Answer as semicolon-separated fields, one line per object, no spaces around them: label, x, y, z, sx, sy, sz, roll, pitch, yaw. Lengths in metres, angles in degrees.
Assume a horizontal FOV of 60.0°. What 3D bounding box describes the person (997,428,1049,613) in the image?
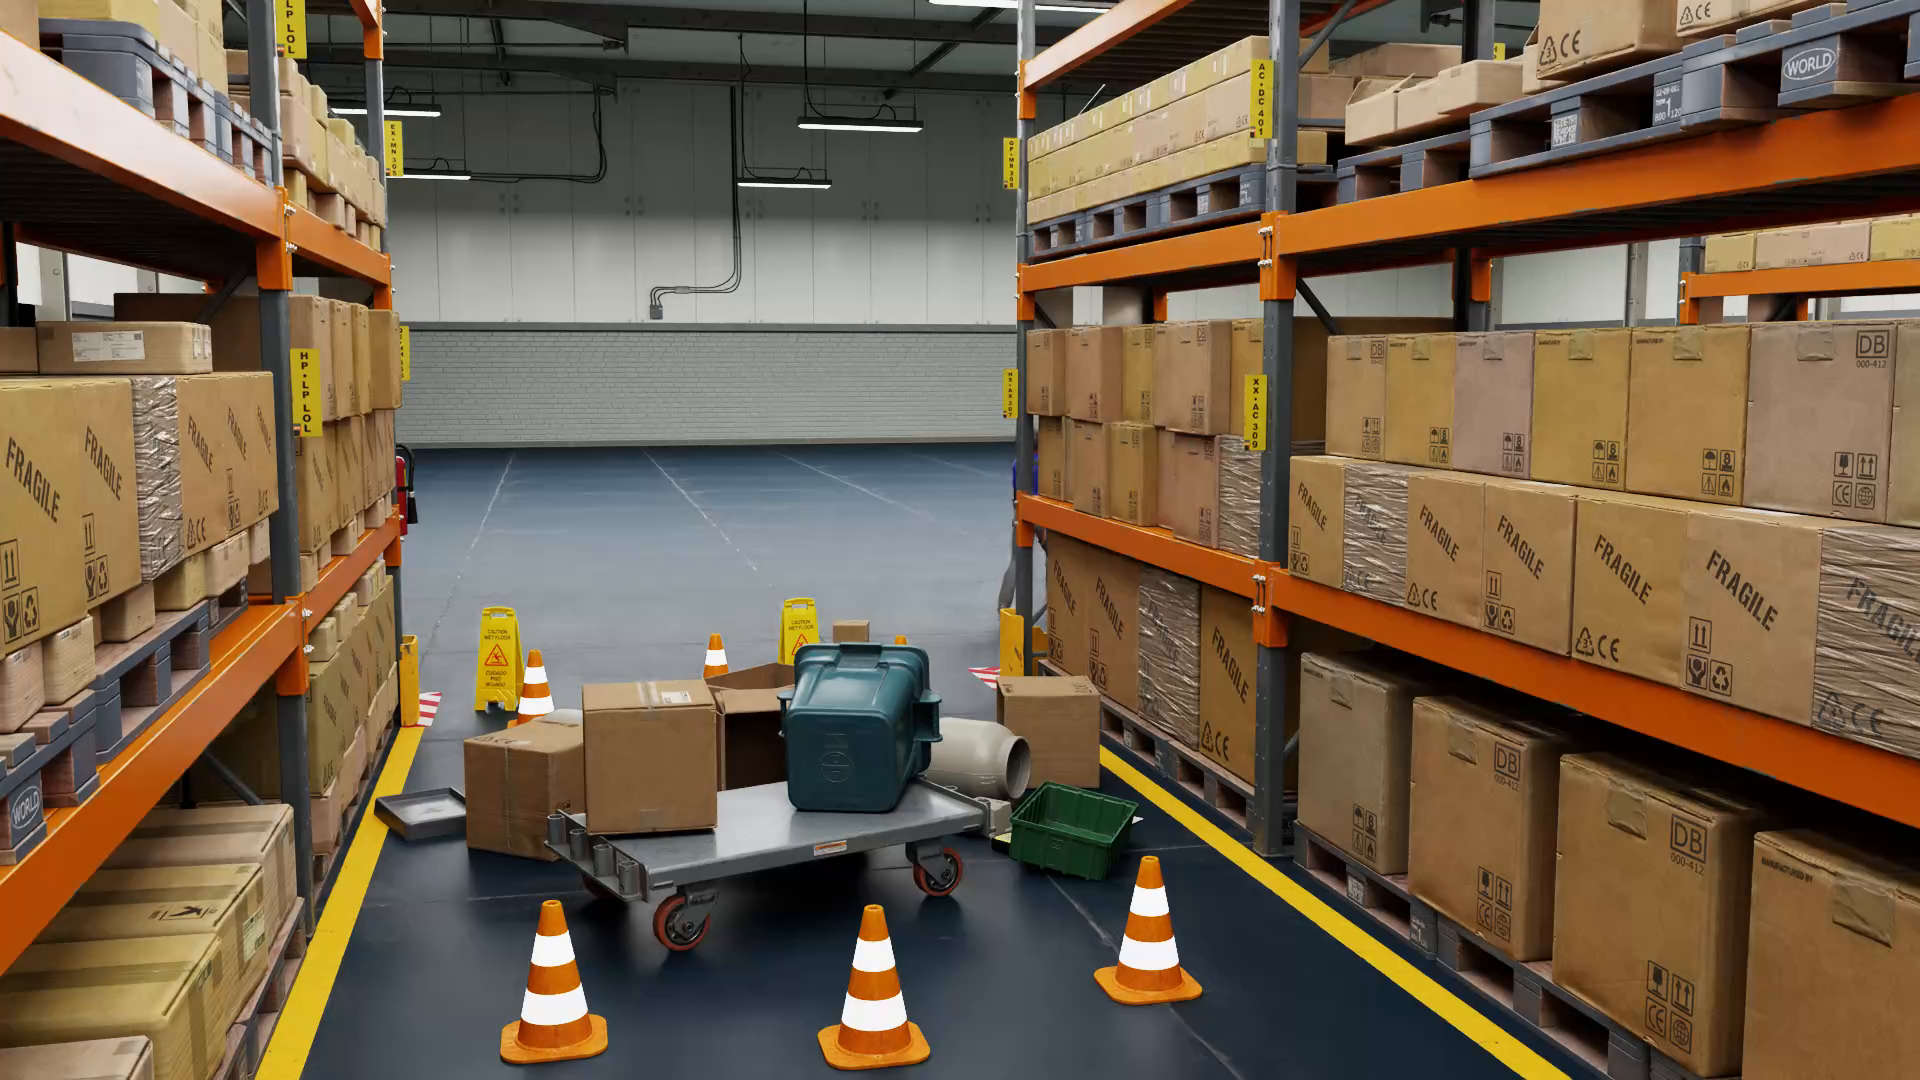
person;0.626;-0.143;14.081;0.447;1.579;1.036;3;7;24
